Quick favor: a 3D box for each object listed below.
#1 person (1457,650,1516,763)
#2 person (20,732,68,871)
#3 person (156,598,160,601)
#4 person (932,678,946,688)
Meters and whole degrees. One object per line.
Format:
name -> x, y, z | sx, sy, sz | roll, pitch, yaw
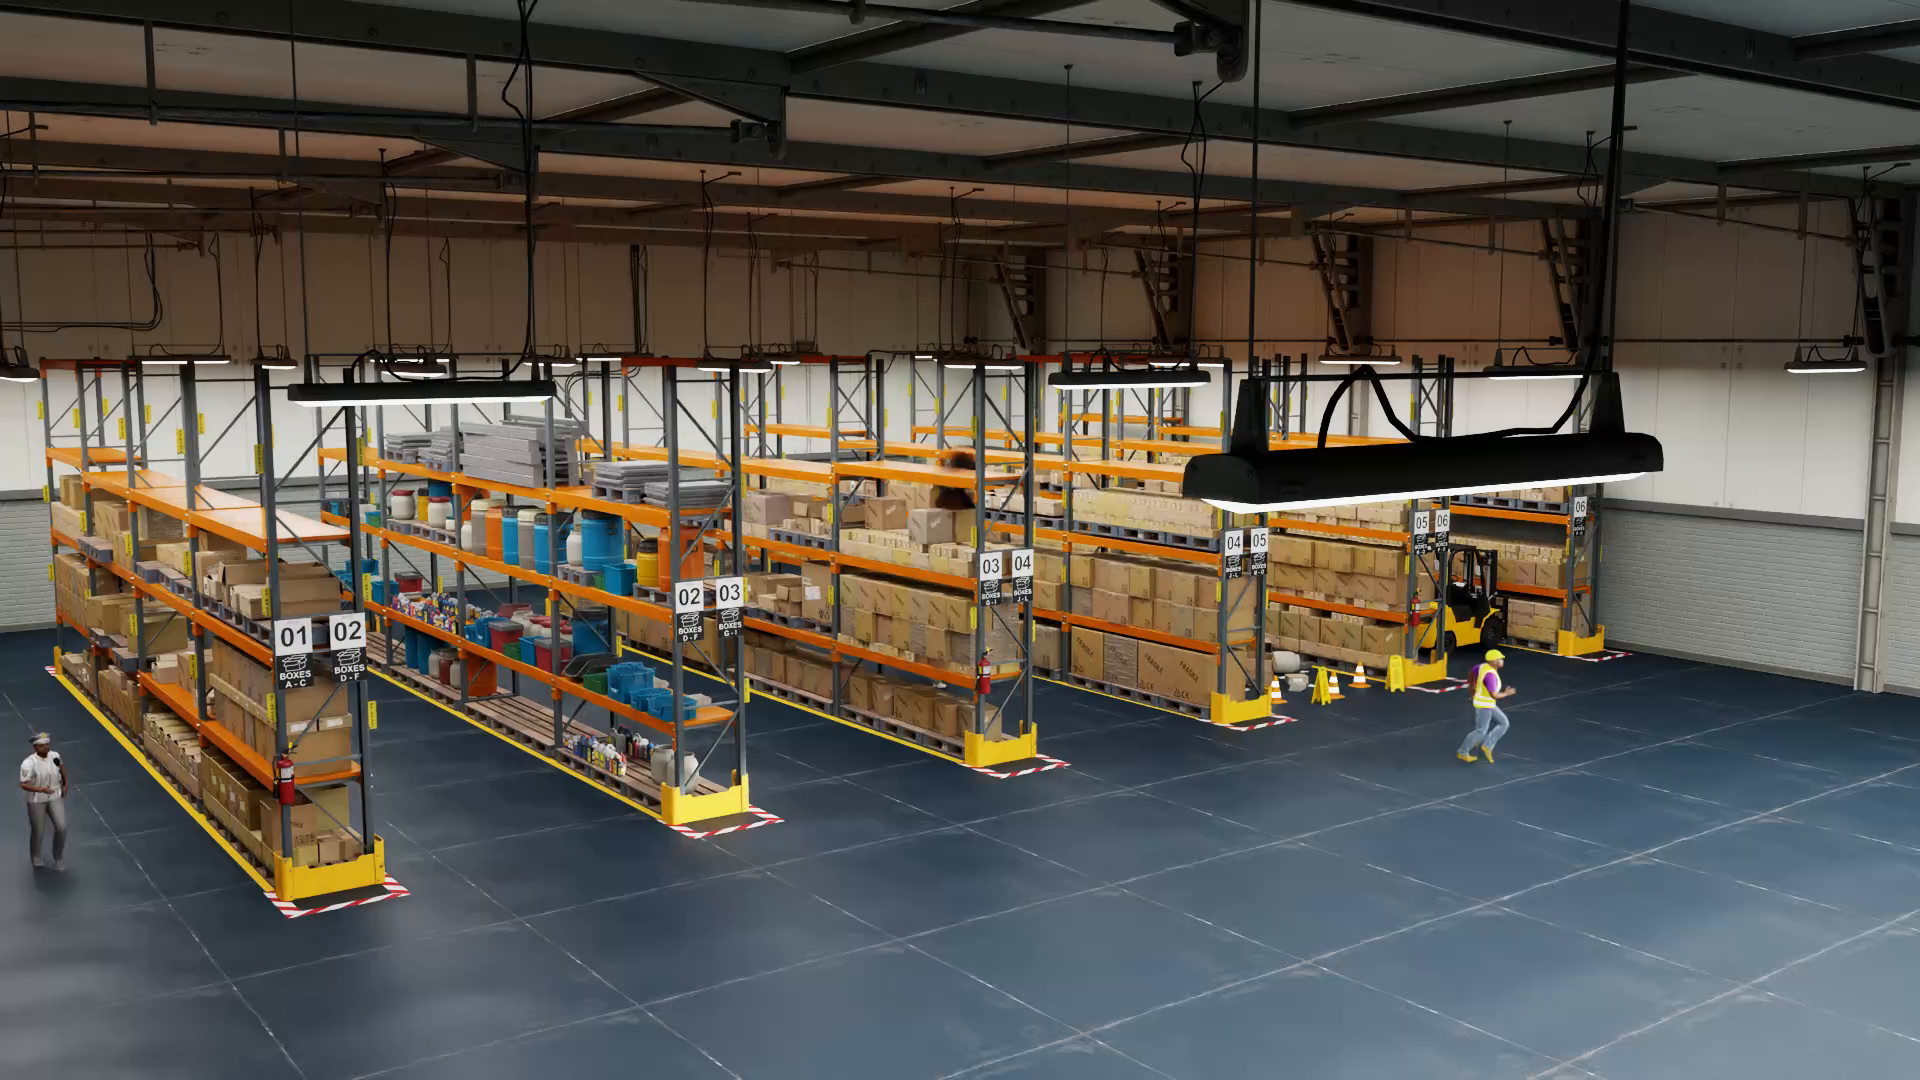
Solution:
person -> 7.856, 2.483, 24.799 | 0.797, 1.738, 0.734 | 2, 7, 14
person -> -10.892, 3.137, 19.845 | 0.717, 1.748, 0.590 | 6, 9, 40
person -> -15.865, 1.488, 33.328 | 0.908, 1.739, 0.700 | 0, 7, 1
person -> -0.367, 1.886, 30.321 | 0.577, 1.622, 0.560 | 6, 9, 41
